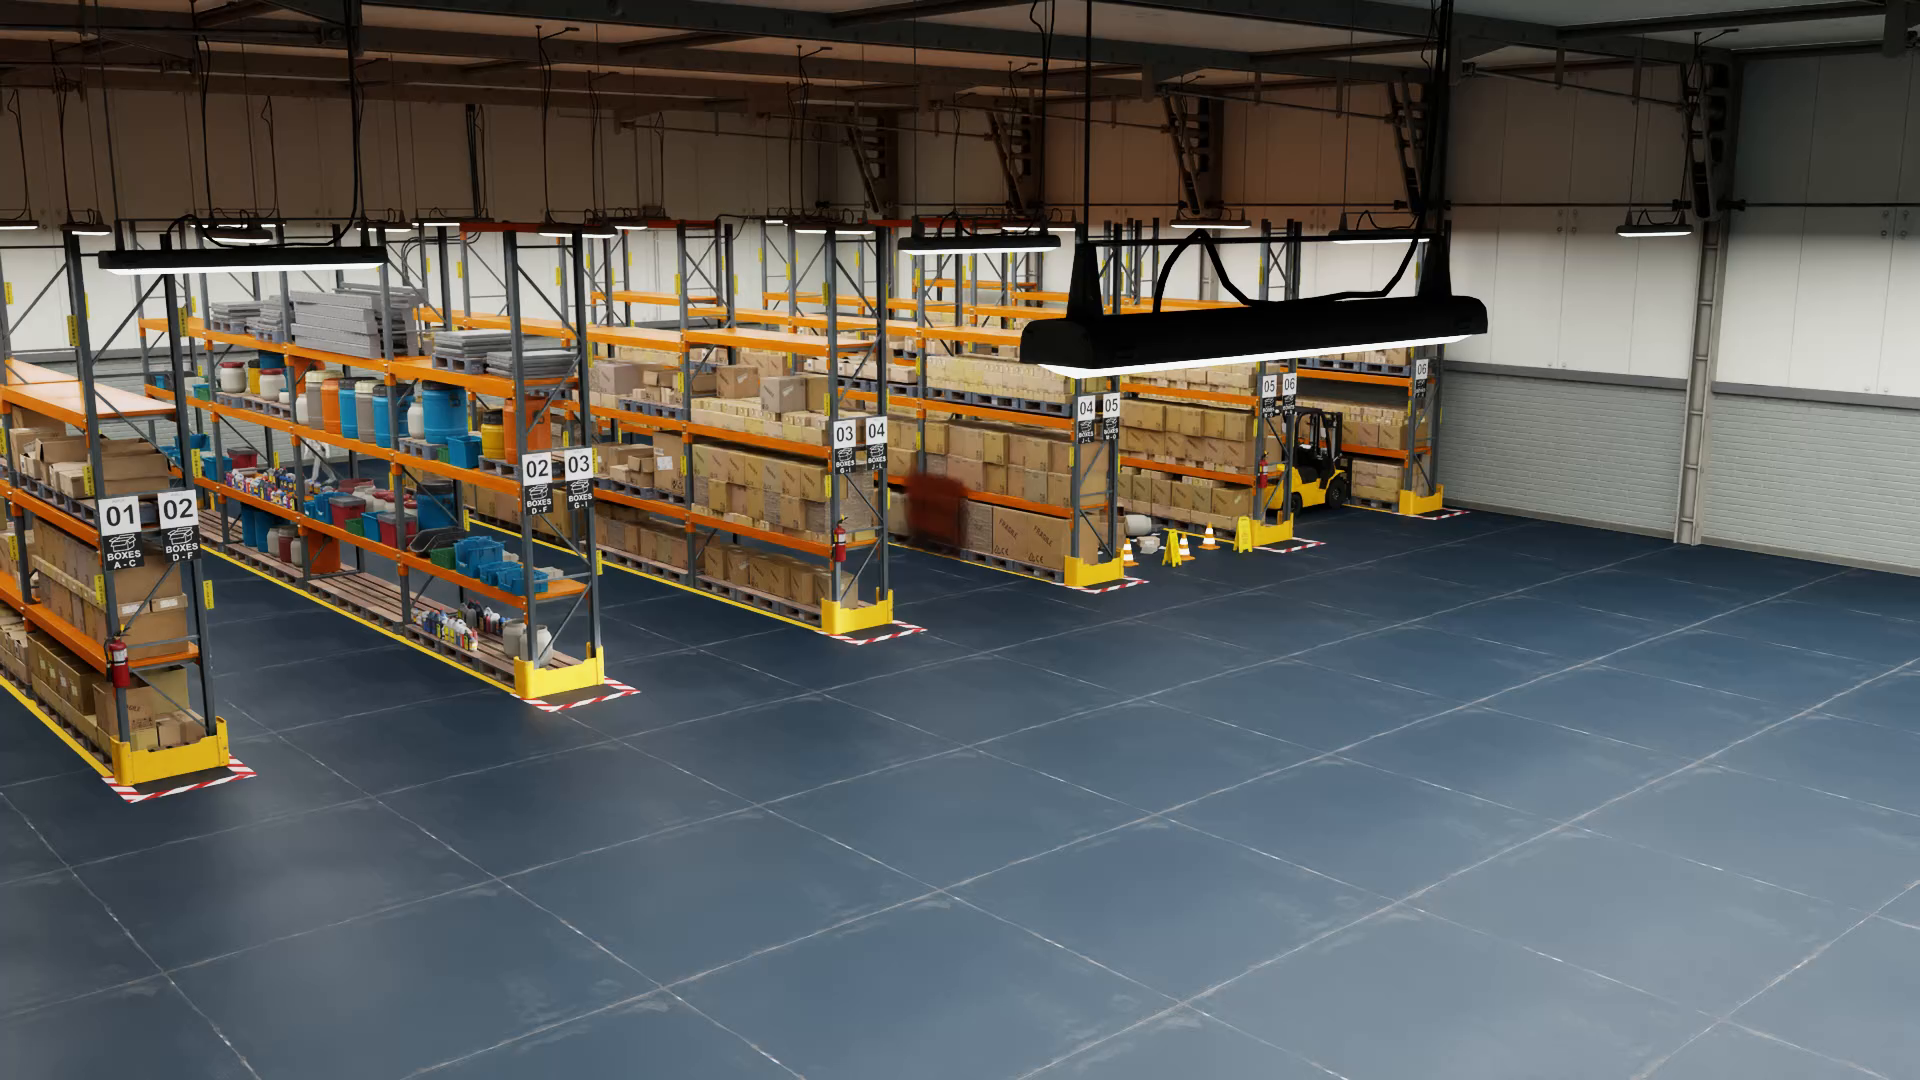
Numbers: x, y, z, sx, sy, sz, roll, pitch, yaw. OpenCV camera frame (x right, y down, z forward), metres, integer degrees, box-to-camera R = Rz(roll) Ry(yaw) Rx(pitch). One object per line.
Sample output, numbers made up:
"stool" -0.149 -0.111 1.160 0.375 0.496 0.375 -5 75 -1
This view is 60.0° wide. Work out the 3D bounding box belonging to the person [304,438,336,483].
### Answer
"person" -14.568 -2.012 37.682 0.515 1.640 0.966 5 13 25
